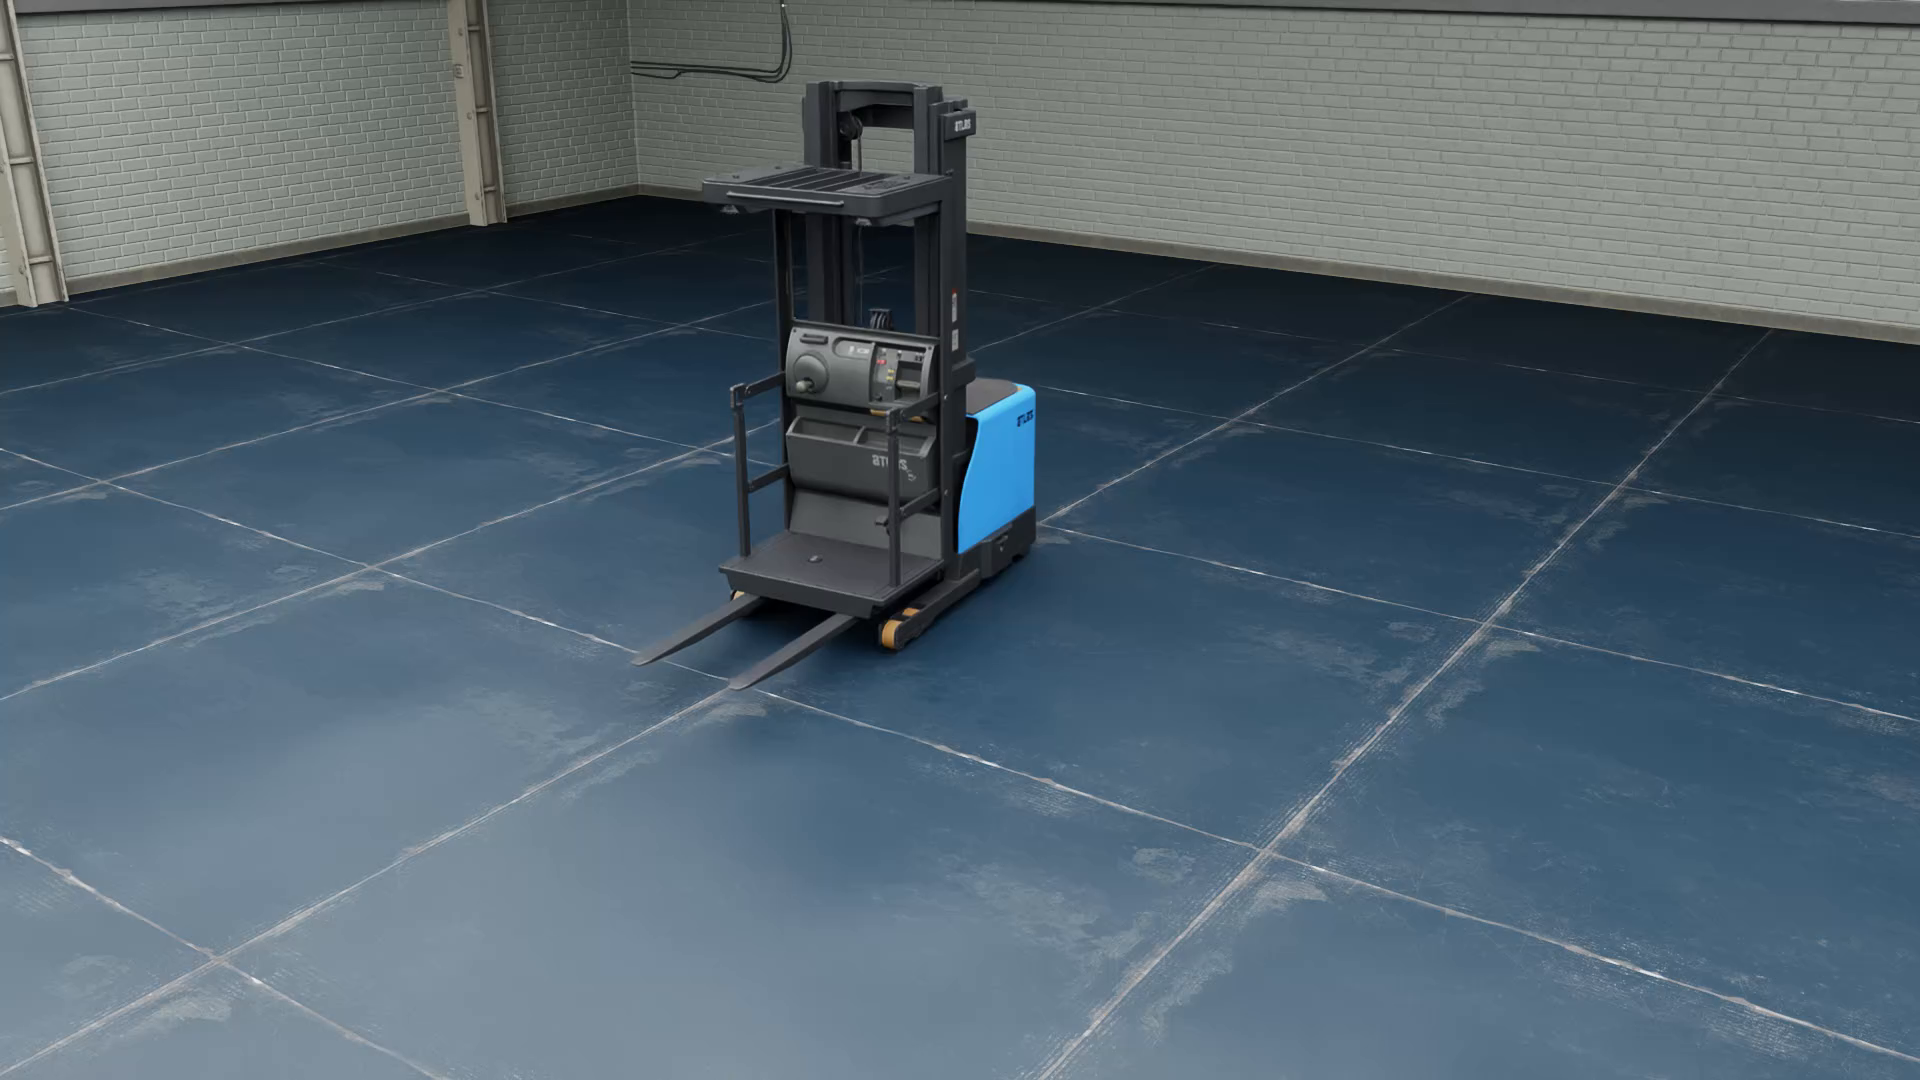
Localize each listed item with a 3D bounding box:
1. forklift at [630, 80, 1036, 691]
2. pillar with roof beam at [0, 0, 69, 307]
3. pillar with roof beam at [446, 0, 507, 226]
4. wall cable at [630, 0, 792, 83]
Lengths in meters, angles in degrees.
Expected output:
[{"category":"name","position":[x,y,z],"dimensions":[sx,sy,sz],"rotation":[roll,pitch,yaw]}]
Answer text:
[{"category":"forklift","position":[-0.663,-0.948,9.103],"dimensions":[1.130,2.935,3.031],"rotation":[11,23,26]},{"category":"pillar with roof beam","position":[-6.113,-5.891,13.719],"dimensions":[9.100,9.000,0.400],"rotation":[13,24,32]},{"category":"pillar with roof beam","position":[-2.740,-7.612,18.373],"dimensions":[9.100,9.000,0.400],"rotation":[13,24,32]},{"category":"wall cable","position":[-3.551,-7.583,22.769],"dimensions":[3.097,2.526,0.112],"rotation":[13,24,32]}]
